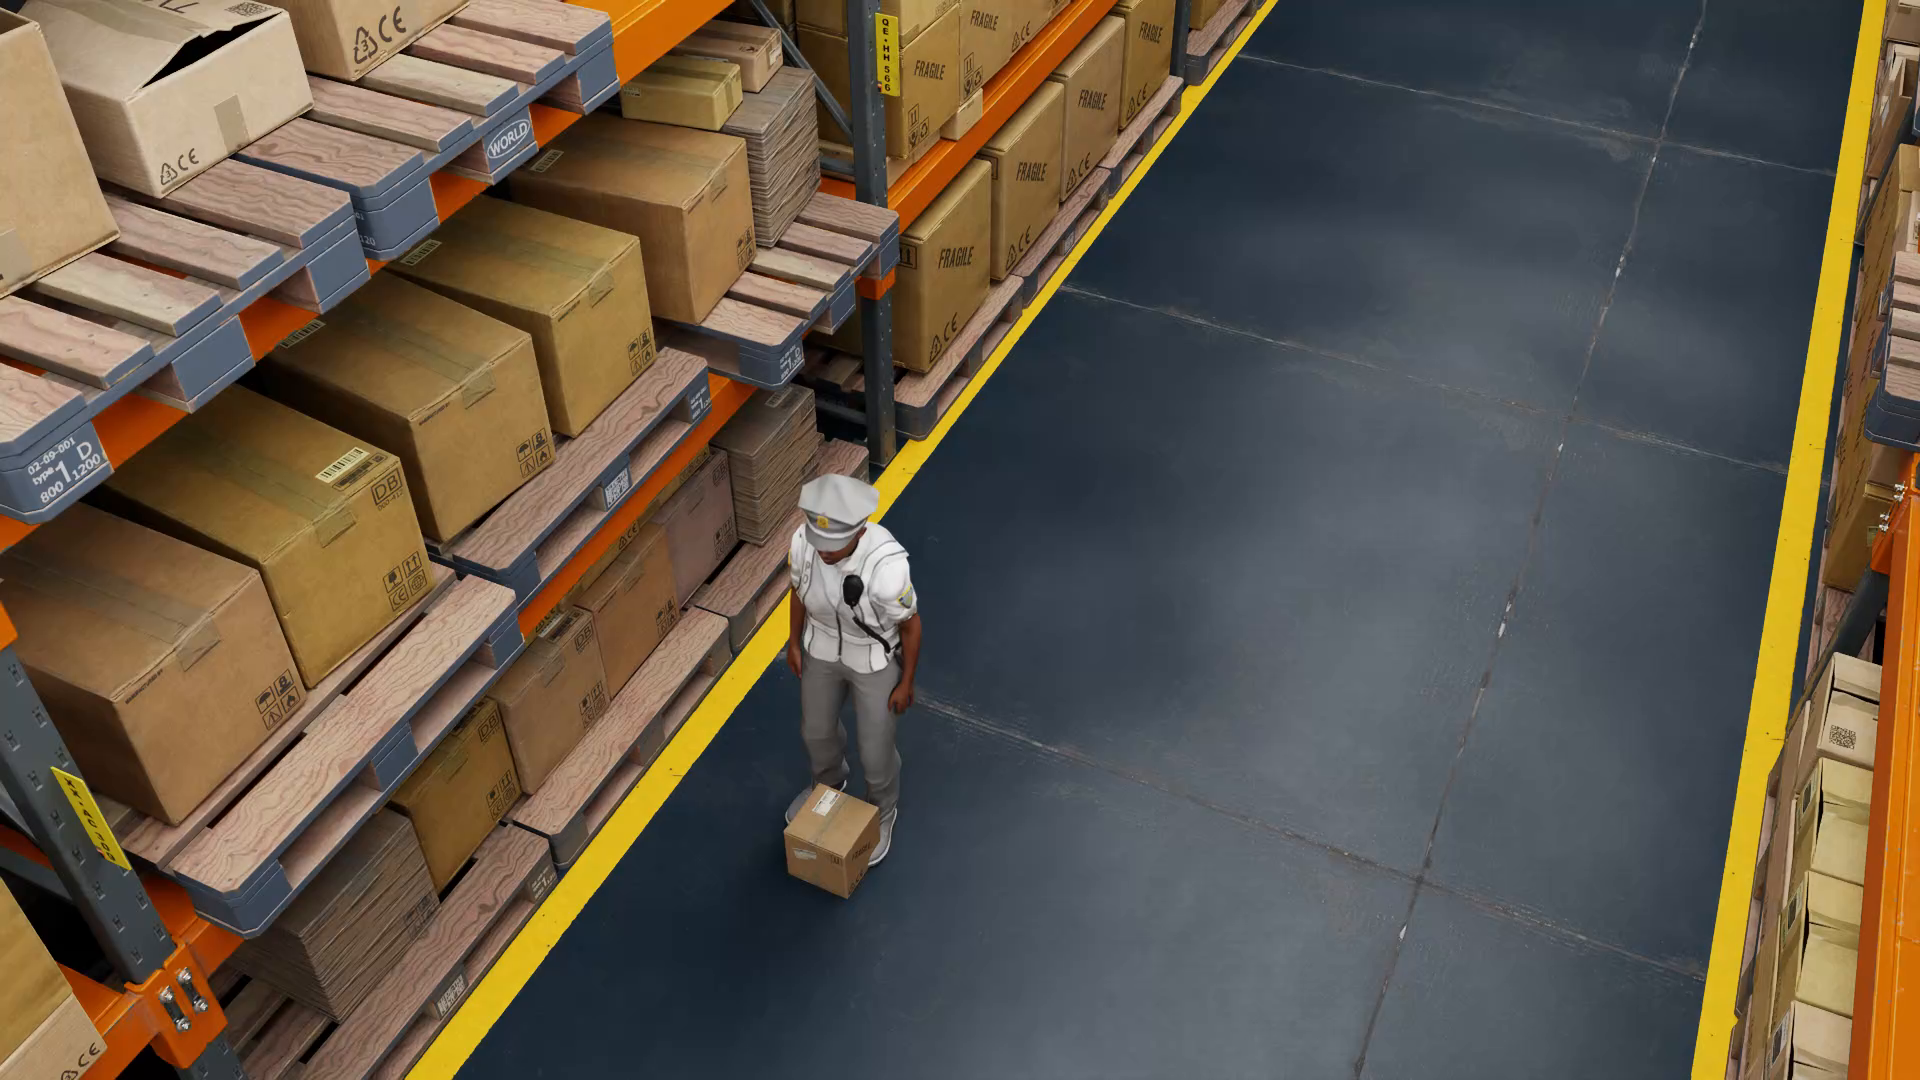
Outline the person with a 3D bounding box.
[{"bbox_3d":[-0.379,0.425,5.694,0.503,1.656,0.421,17,45,18],"label":"person"}]
